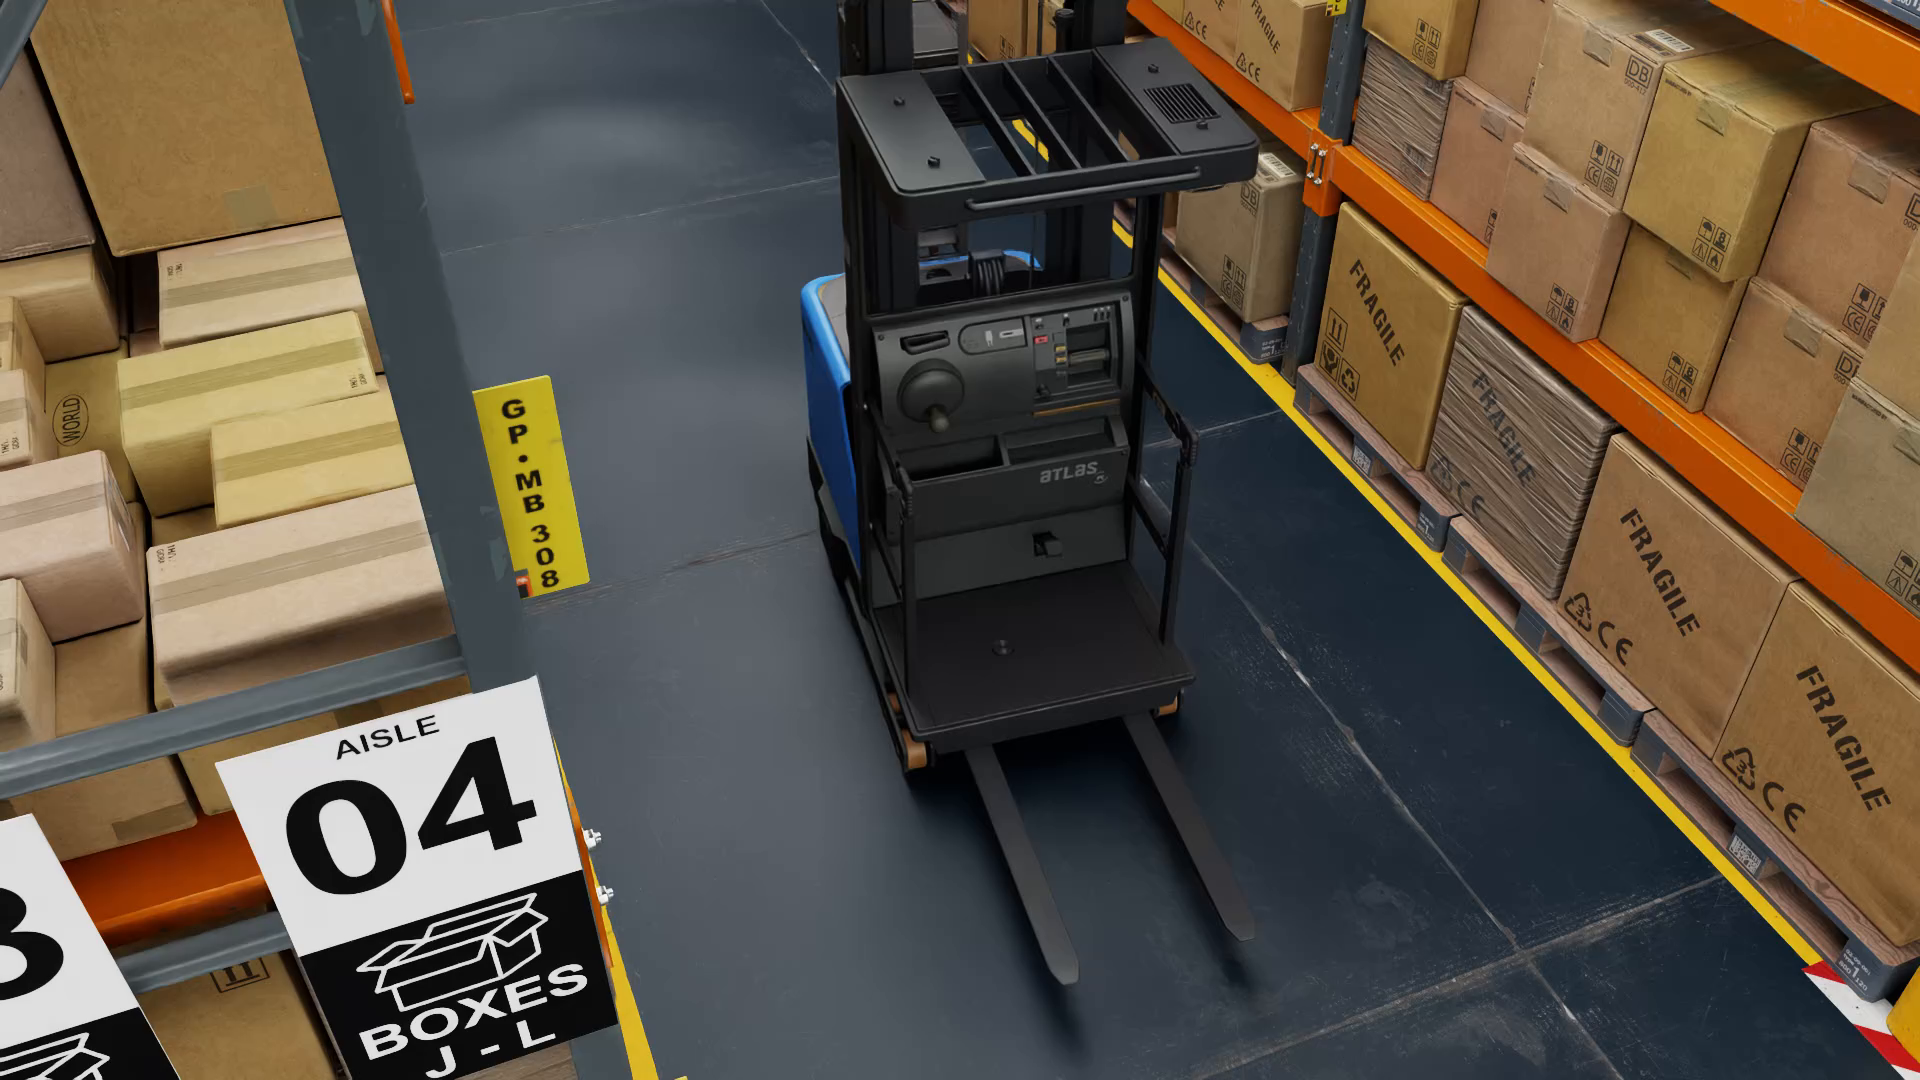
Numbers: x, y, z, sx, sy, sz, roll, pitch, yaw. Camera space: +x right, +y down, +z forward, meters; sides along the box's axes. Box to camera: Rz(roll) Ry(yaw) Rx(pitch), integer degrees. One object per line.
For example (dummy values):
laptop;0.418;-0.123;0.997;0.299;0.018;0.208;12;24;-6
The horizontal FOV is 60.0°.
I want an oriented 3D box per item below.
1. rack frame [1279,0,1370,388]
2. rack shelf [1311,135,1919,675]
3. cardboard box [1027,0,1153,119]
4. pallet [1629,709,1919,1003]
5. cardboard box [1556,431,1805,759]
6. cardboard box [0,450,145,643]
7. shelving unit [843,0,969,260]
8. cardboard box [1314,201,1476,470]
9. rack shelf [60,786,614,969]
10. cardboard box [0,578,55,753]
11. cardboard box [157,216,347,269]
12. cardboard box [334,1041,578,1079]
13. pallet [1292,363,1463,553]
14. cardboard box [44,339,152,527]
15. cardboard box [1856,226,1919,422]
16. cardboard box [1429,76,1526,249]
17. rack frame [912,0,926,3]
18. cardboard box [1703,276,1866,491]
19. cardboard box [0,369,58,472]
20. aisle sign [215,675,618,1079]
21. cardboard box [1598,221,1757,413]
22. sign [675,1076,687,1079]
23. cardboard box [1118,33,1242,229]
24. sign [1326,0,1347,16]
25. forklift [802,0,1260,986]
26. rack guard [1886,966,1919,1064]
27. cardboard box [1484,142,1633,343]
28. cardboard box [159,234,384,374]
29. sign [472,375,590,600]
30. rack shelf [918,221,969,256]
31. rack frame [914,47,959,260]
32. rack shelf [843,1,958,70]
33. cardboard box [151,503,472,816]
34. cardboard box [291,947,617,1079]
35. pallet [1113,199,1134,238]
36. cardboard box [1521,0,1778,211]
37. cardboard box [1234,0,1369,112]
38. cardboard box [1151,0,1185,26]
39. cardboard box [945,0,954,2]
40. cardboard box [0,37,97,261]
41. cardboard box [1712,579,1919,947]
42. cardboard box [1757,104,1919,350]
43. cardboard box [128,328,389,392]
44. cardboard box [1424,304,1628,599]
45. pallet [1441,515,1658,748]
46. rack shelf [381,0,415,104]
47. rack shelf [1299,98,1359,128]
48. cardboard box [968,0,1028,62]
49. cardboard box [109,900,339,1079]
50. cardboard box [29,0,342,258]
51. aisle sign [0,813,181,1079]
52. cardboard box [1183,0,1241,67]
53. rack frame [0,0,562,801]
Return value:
rack frame;2.061;-2.039;7.321;1.000;3.000;0.127;-15;43;-17
rack shelf;2.826;-0.562;6.155;1.077;0.370;4.000;-15;43;-17
cardboard box;1.018;-2.840;9.656;1.050;0.750;0.750;-14;43;-16
pallet;3.213;0.965;5.966;1.003;0.211;1.213;-15;43;-17
cardboard box;2.932;0.095;6.147;0.875;0.875;0.875;-16;43;-18
cardboard box;-1.415;0.039;2.412;0.380;0.149;0.250;-16;43;-18
shelving unit;5.178;-3.820;7.669;11.925;5.092;1.281;-11;42;-12
cardboard box;2.237;-0.997;7.416;0.875;0.875;0.875;-14;43;-16
rack shelf;-1.795;-0.523;3.808;1.077;0.370;4.000;-15;43;-17
cardboard box;-1.424;0.226;2.196;0.380;0.149;0.250;-15;43;-17
cardboard box;-1.269;-0.540;3.085;0.380;0.149;0.250;-15;43;-17
cardboard box;-1.215;1.058;3.415;0.875;0.500;0.500;-15;43;-17
pallet;2.280;-0.505;7.675;1.003;0.211;1.213;-15;43;-17
cardboard box;-1.643;-0.061;2.835;0.500;0.250;0.500;-15;43;-17
cardboard box;3.190;-0.638;4.748;0.875;0.550;0.550;-15;43;-17
cardboard box;2.445;-1.551;6.639;0.875;0.550;0.550;-15;43;-17
rack frame;-0.301;-1.494;7.378;0.380;1.831;0.006;-11;42;-12
cardboard box;3.079;-0.594;5.525;0.875;0.550;0.550;-15;43;-17
cardboard box;-1.621;-0.098;2.572;0.380;0.149;0.250;-17;43;-19
aisle sign;-0.729;0.523;2.347;0.394;0.787;0.004;-15;43;-17
cardboard box;2.838;-0.902;5.884;0.875;0.550;0.500;-15;43;-17
sign;-0.528;1.083;3.026;0.100;0.325;0.005;-15;43;-17
cardboard box;1.375;-2.279;9.003;1.050;0.750;0.750;-15;43;-17
sign;1.563;-2.307;6.805;0.100;0.325;0.005;-15;43;-17
forklift;0.220;-0.538;5.628;1.121;2.935;3.031;-11;42;-12
rack guard;3.601;1.332;5.317;1.175;0.500;0.348;-15;43;-17
cardboard box;2.542;-1.197;6.226;0.875;0.550;0.550;-15;43;-17
cardboard box;-1.180;-0.392;2.914;0.380;0.149;0.250;-13;42;-15
sign;-0.528;-0.058;2.045;0.100;0.325;0.005;-15;43;-17
rack shelf;-0.234;-1.331;7.208;0.431;0.518;0.480;-11;42;-12
rack frame;-0.165;-1.189;7.022;0.380;1.831;0.006;-11;42;-12
rack shelf;-0.234;-1.966;6.663;0.368;0.174;0.457;-11;42;-12
cardboard box;-0.975;0.111;2.634;0.500;0.250;0.500;-14;43;-16
cardboard box;-0.988;0.617;3.160;0.500;0.500;0.500;-15;43;-17
pallet;1.226;-2.164;9.605;1.003;0.211;1.213;-15;43;-17
cardboard box;2.568;-1.613;5.882;0.875;0.550;0.550;-15;43;-17
cardboard box;1.614;-2.325;7.577;0.500;0.500;0.500;-15;43;-17
cardboard box;1.228;-2.934;8.284;0.500;0.500;0.500;-15;43;-16
cardboard box;0.037;-3.992;11.186;0.500;0.500;0.500;-15;43;-17
cardboard box;-1.857;-0.802;2.893;0.500;0.500;0.500;-15;43;-17
cardboard box;3.271;0.624;5.531;0.875;0.875;0.875;-15;43;-17
cardboard box;3.101;-1.009;5.179;0.875;0.550;0.550;-15;43;-17
cardboard box;-1.178;-0.198;2.994;0.500;0.250;0.500;-16;43;-18
cardboard box;2.585;-0.455;6.786;0.875;0.875;0.875;-15;43;-17
pallet;2.750;0.231;6.819;1.003;0.211;1.213;-15;43;-17
rack shelf;-1.795;-1.659;2.832;1.077;0.370;4.000;-15;43;-17
rack shelf;1.296;-3.046;8.893;0.919;0.124;3.809;-15;43;-17
cardboard box;0.680;-3.366;10.267;1.050;0.750;0.750;-16;43;-17
cardboard box;-1.808;0.653;4.451;1.144;2.239;2.984;-3;41;-3
cardboard box;-1.348;-0.893;2.999;0.500;0.500;0.500;-15;43;-17
aisle sign;-1.283;0.673;2.173;0.394;0.787;0.004;-15;43;-17
cardboard box;1.421;-2.629;7.930;0.500;0.500;0.500;-16;43;-17
rack frame;-1.030;-0.728;1.195;1.000;3.000;0.127;-15;43;-17
